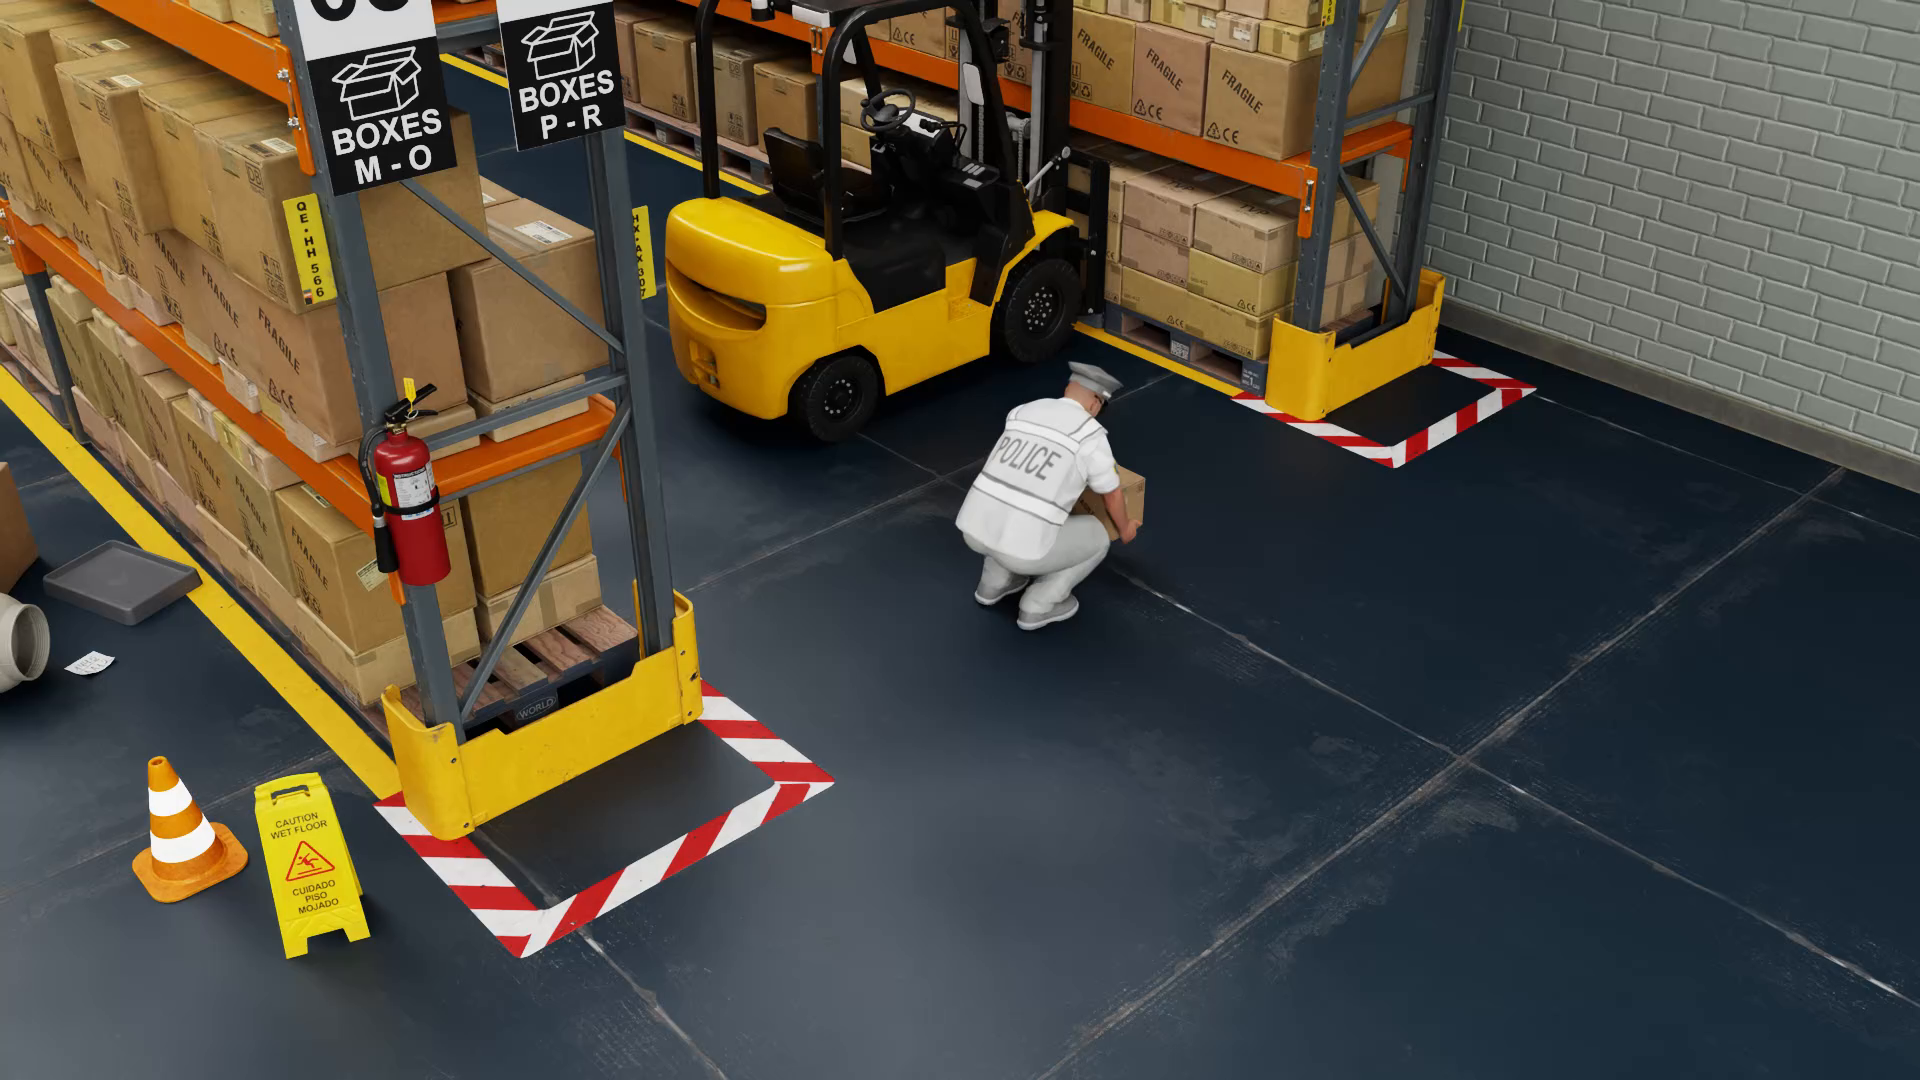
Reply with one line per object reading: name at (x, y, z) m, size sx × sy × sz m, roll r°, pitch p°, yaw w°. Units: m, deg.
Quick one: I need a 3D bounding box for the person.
person at (0.386, -0.199, 7.167) m, size 0.916 × 1.022 × 0.538 m, roll -27°, pitch 40°, yaw -36°
